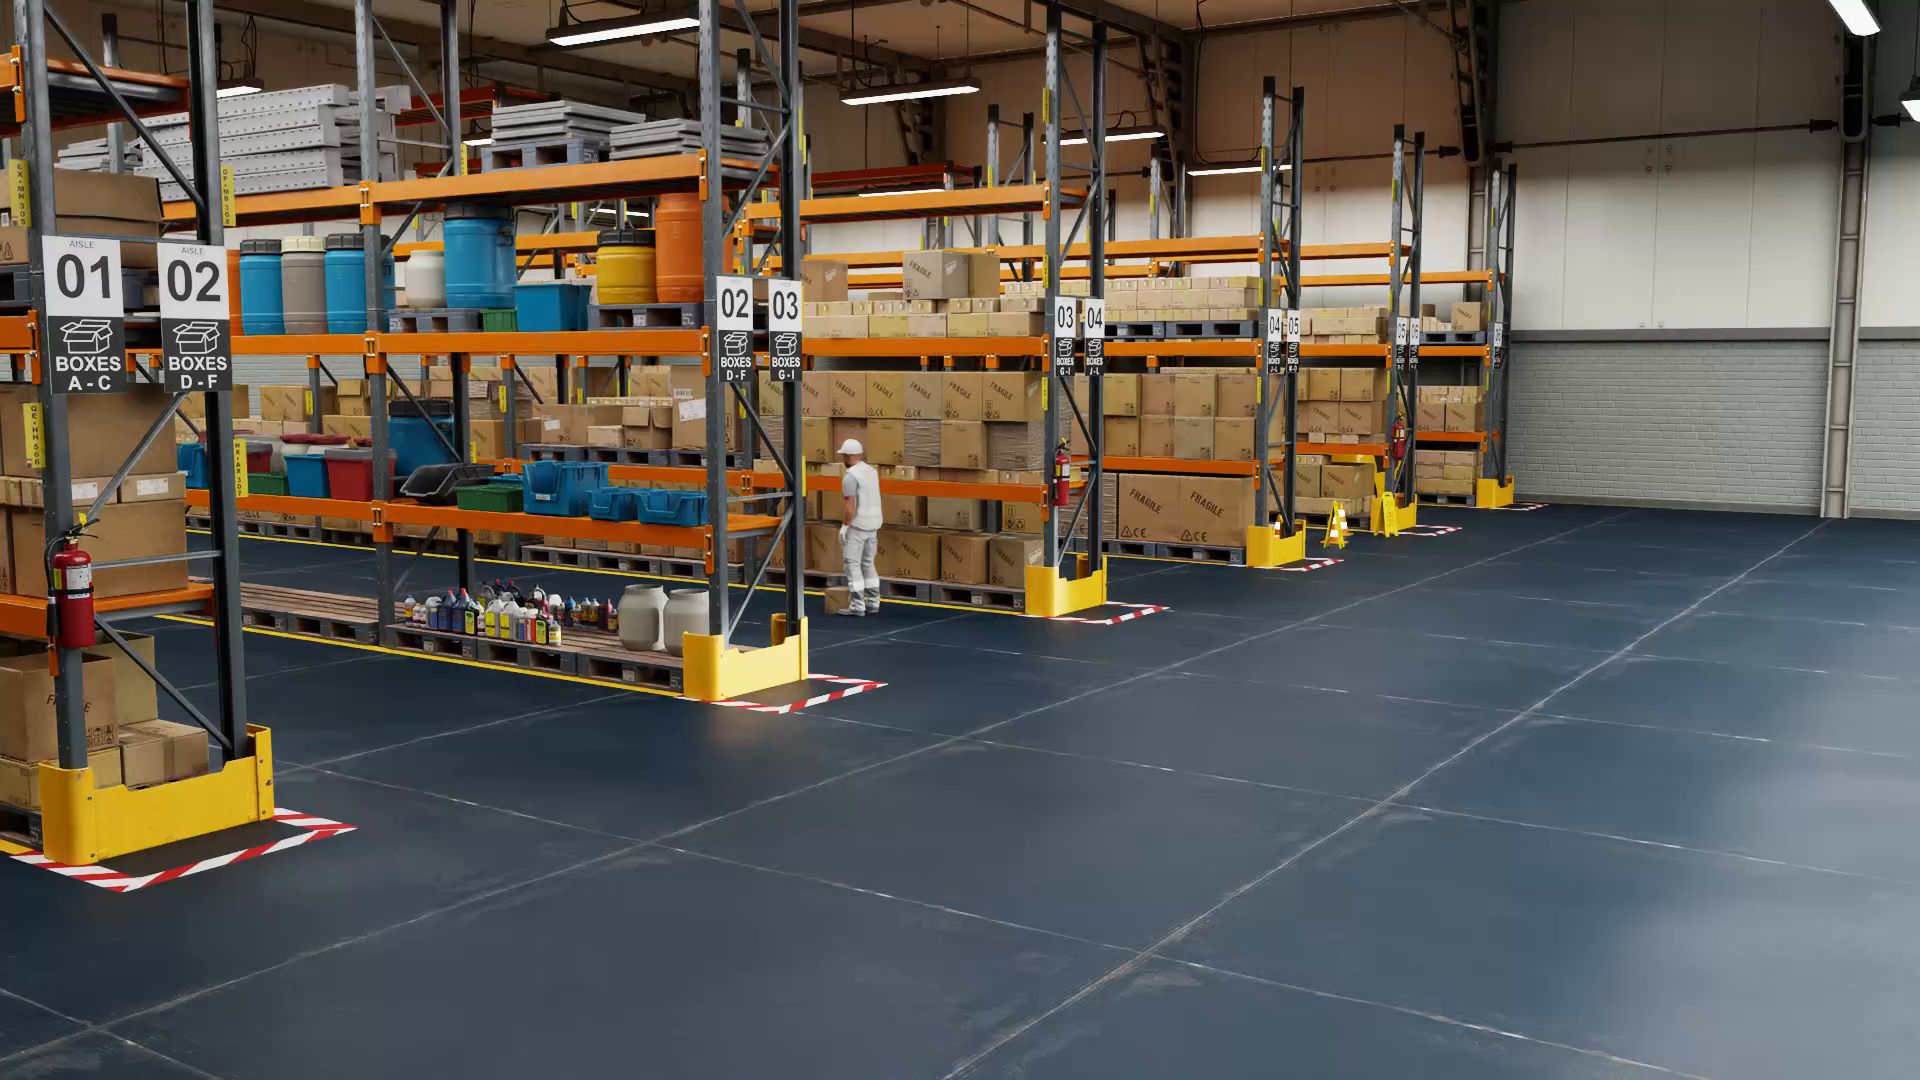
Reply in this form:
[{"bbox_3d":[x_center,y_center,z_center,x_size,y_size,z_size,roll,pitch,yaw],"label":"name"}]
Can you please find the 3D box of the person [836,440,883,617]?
[{"bbox_3d":[-1.026,-0.126,16.822,0.453,1.777,0.609,4,7,31],"label":"person"}]
